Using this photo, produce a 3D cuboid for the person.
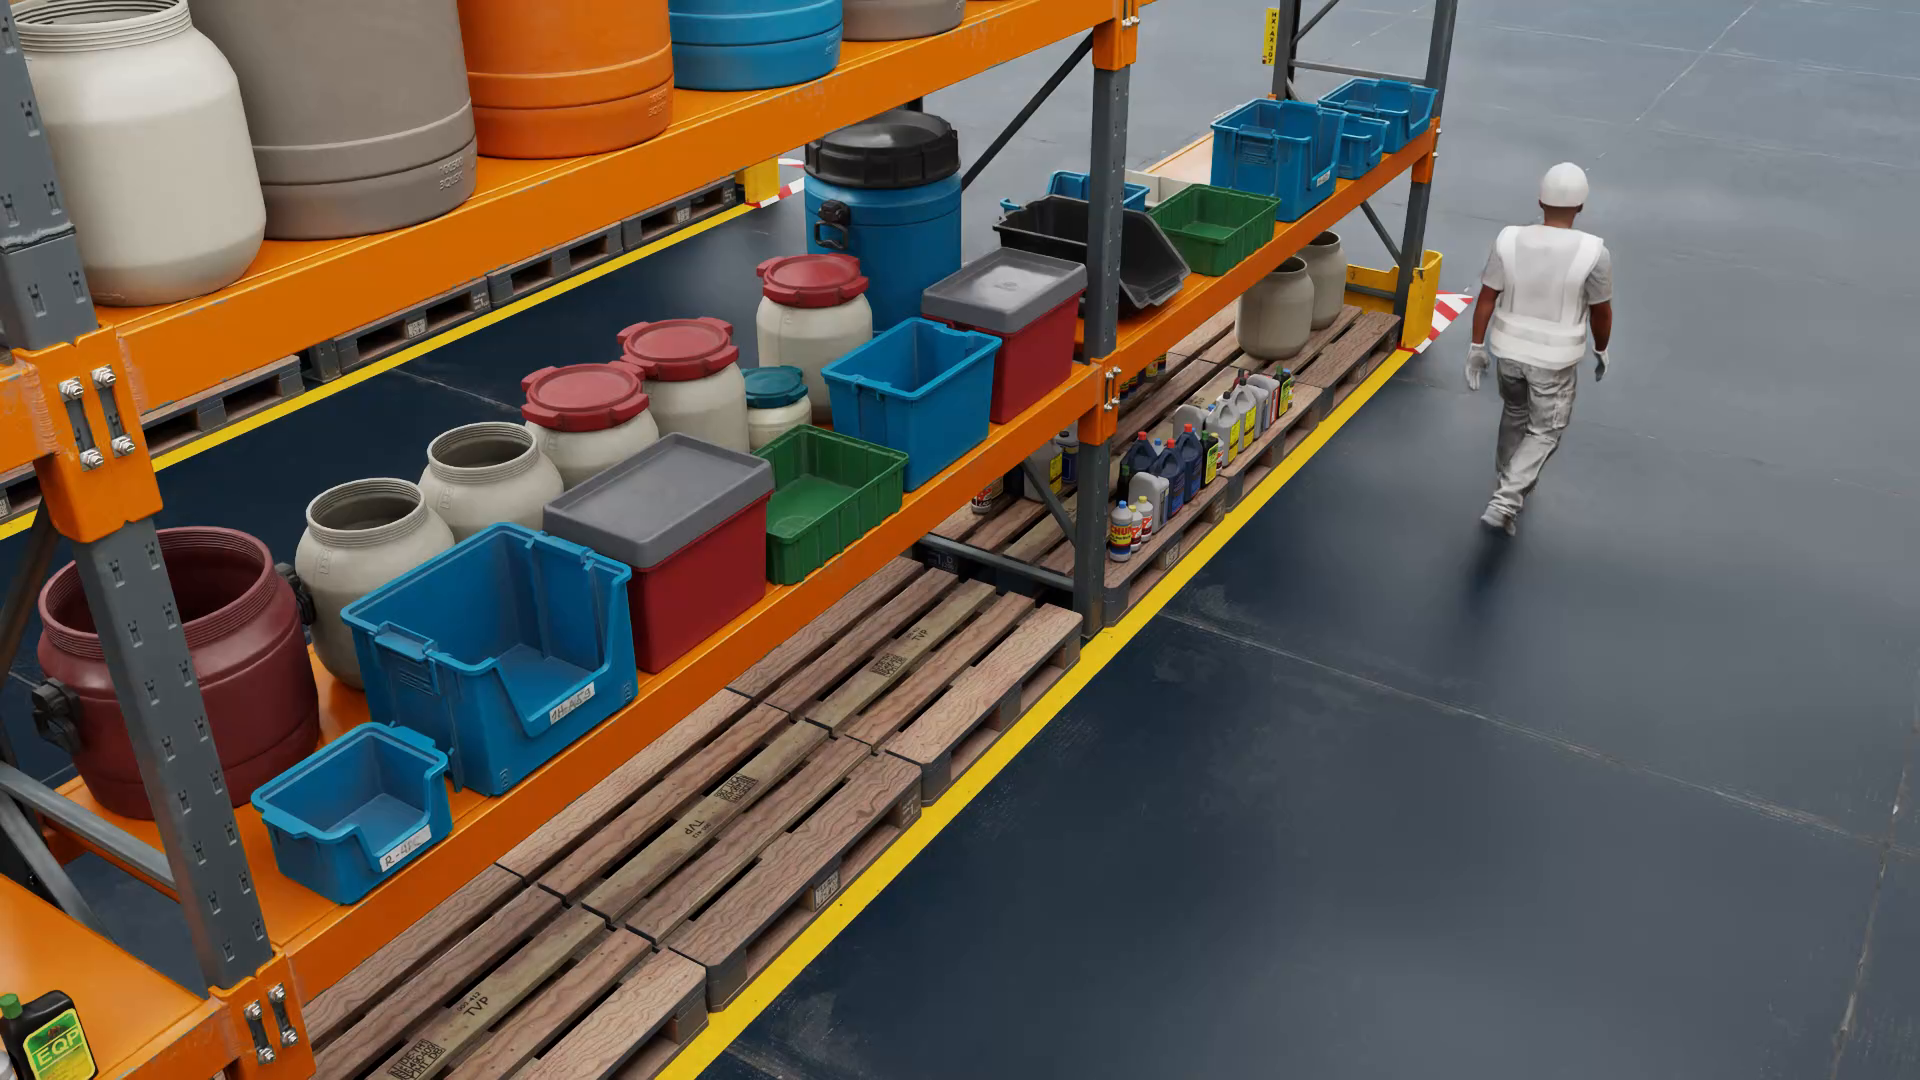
[{"bbox_3d":[2.656,-0.865,7.673,0.570,1.752,0.976,21,36,32],"label":"person"}]
